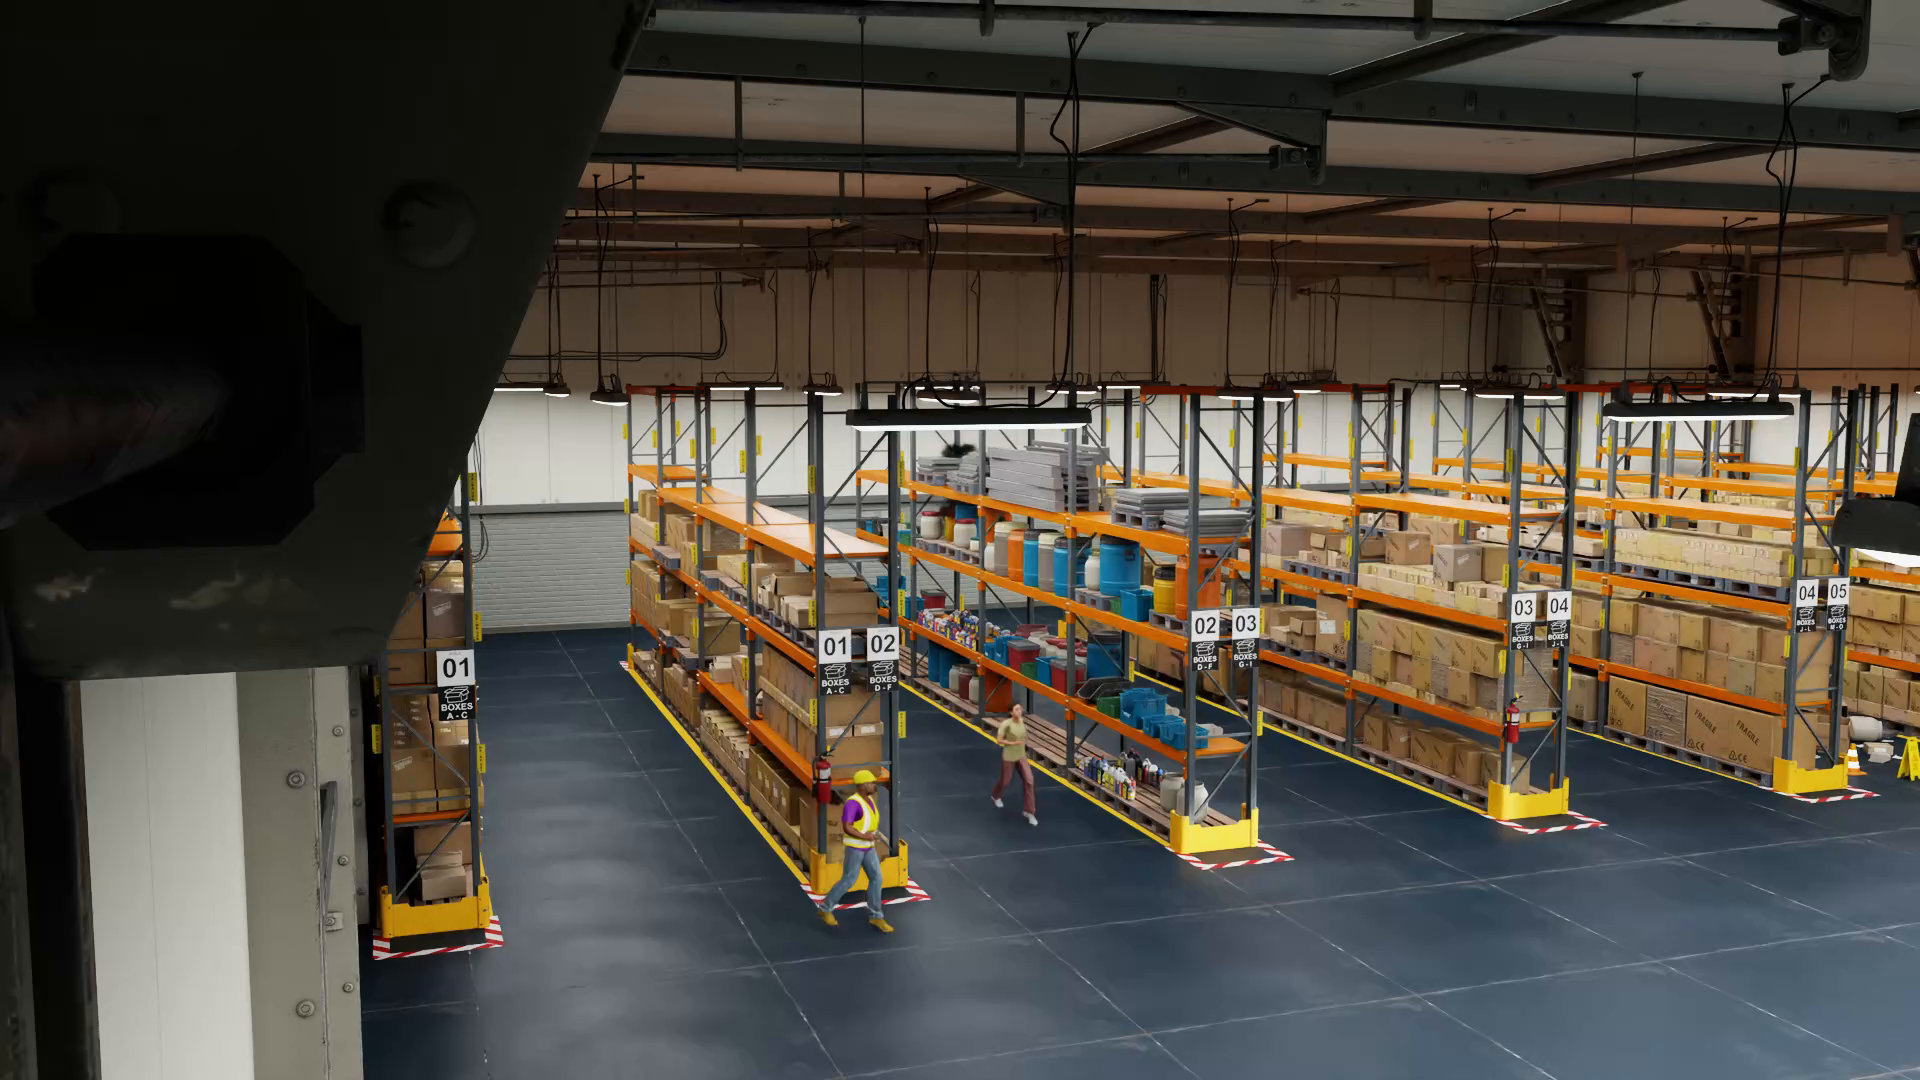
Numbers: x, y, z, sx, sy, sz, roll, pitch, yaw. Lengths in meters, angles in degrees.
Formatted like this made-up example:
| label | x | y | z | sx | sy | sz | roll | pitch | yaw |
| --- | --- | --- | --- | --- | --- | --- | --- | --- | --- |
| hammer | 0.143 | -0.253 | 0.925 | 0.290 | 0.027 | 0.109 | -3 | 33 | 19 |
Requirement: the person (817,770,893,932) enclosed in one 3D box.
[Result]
| label | x | y | z | sx | sy | sz | roll | pitch | yaw |
| --- | --- | --- | --- | --- | --- | --- | --- | --- | --- |
| person | -1.122 | 3.507 | 18.892 | 0.860 | 1.794 | 0.762 | 2 | 6 | 21 |

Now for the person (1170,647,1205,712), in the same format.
| label | x | y | z | sx | sy | sz | roll | pitch | yaw |
| --- | --- | --- | --- | --- | --- | --- | --- | --- | --- |
| person | 4.210 | 2.321 | 30.493 | 0.705 | 1.727 | 0.661 | -3 | 6 | -23 |

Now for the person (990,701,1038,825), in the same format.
| label | x | y | z | sx | sy | sz | roll | pitch | yaw |
| --- | --- | --- | --- | --- | --- | --- | --- | --- | --- |
| person | 0.718 | 3.101 | 23.386 | 0.544 | 1.709 | 0.973 | -3 | 7 | -30 |
